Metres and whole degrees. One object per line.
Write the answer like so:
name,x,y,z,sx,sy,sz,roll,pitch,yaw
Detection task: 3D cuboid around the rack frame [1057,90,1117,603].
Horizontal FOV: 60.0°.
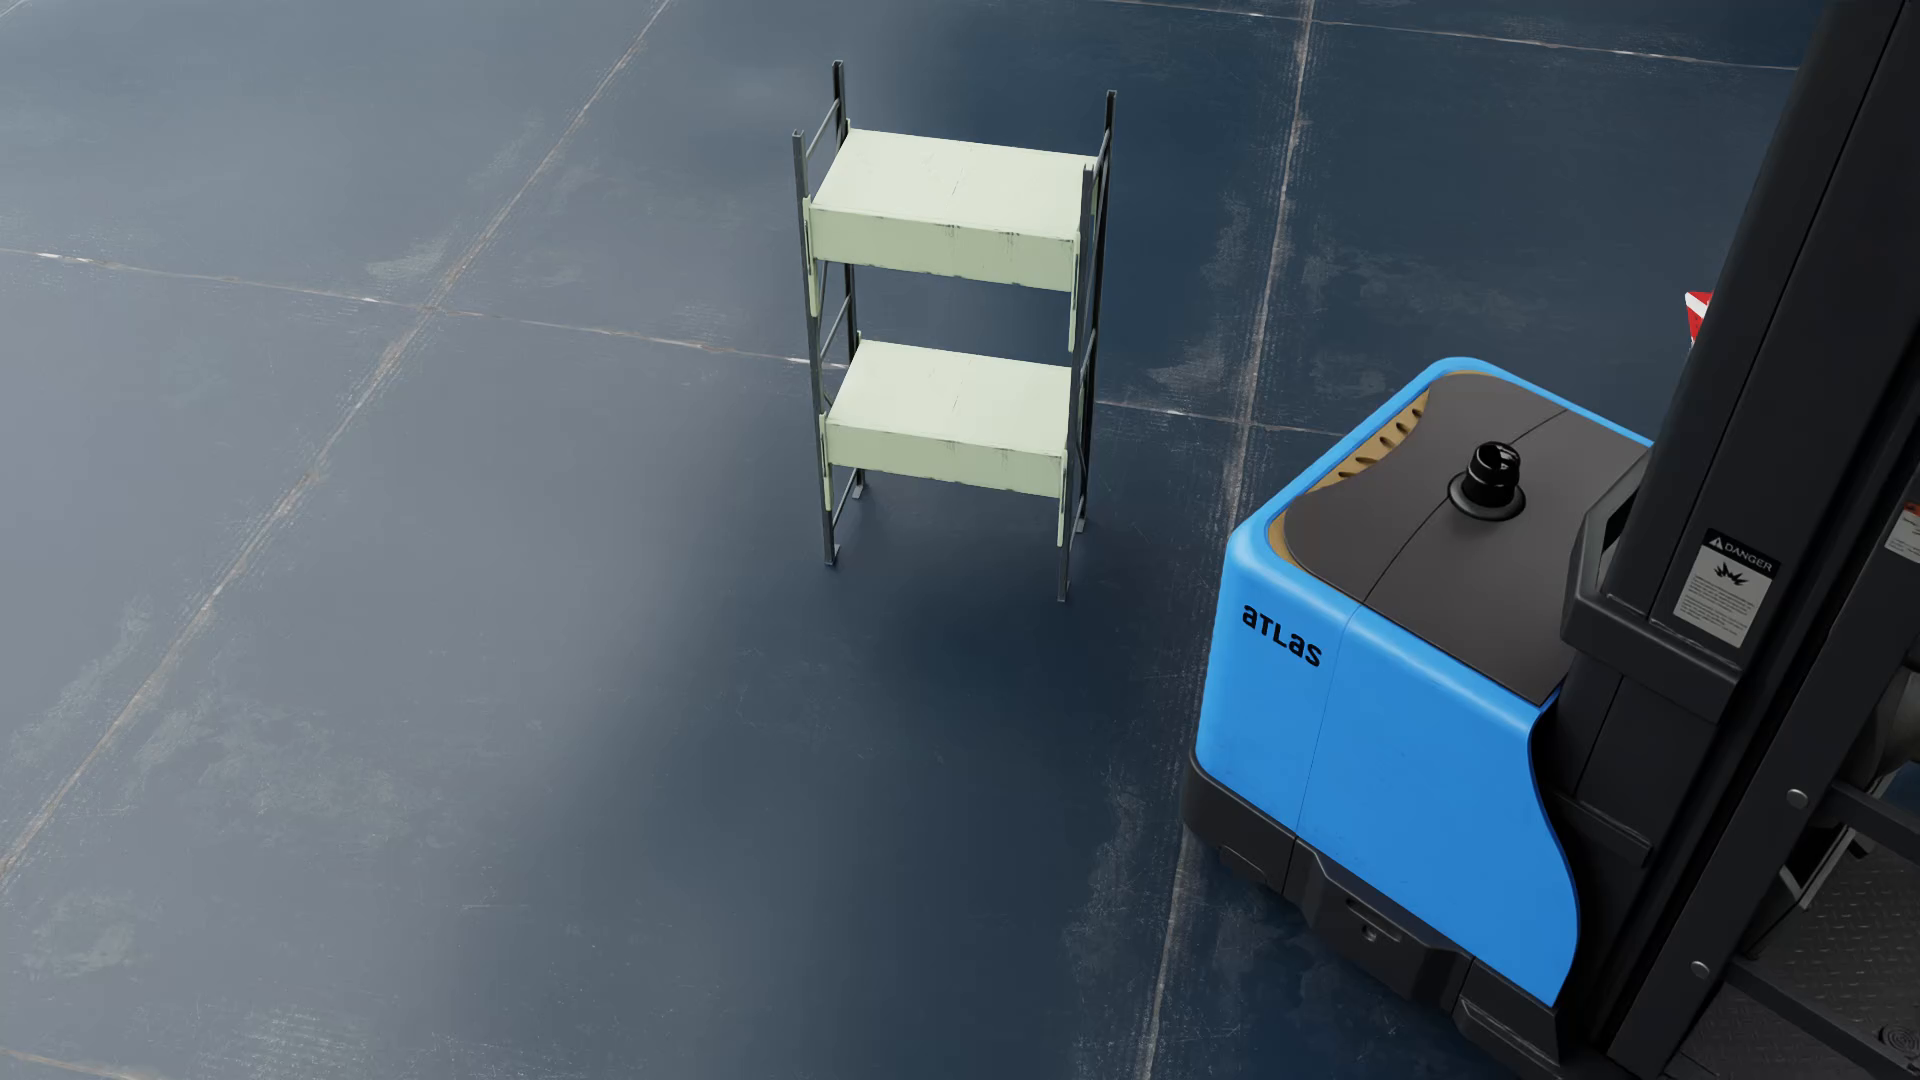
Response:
rack frame,0.351,-0.486,4.673,0.023,1.500,0.400,9,45,9

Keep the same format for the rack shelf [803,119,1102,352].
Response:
rack shelf,-0.007,-0.823,4.460,0.720,0.370,0.431,9,45,9

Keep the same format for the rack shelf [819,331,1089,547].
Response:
rack shelf,-0.007,-0.306,4.957,0.720,0.370,0.431,9,45,9

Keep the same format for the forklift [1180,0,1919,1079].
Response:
forklift,2.002,0.171,2.958,3.031,2.935,1.130,33,53,30

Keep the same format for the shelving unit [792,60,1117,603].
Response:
shelving unit,-0.007,-0.541,4.731,0.755,1.500,0.431,9,45,9

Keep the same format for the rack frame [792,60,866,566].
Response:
rack frame,-0.364,-0.597,4.789,0.023,1.500,0.400,9,45,9
